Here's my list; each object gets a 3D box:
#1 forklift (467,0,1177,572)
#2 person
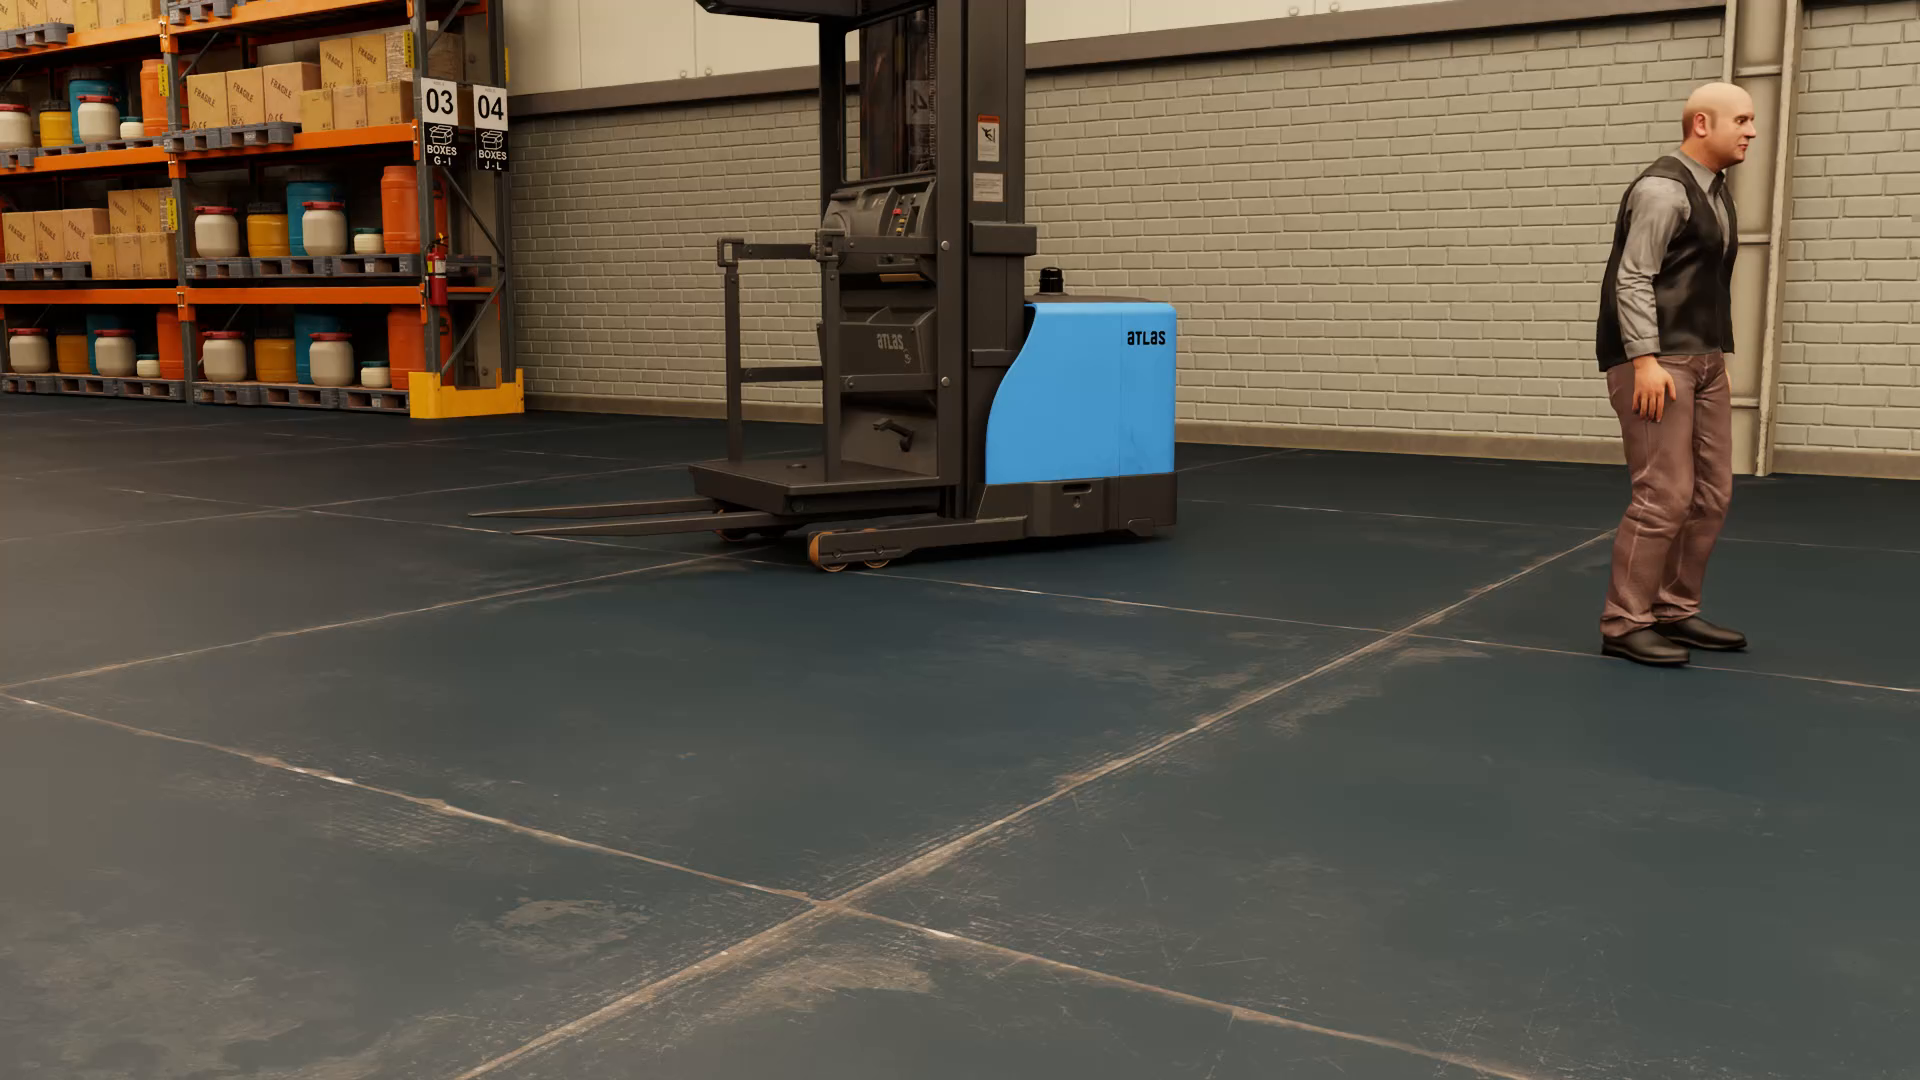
[{"bbox_3d":[-0.537,-1.406,7.080,3.031,2.935,1.130,-5,9,-31],"label":"forklift"},{"bbox_3d":[2.181,-0.510,5.090,0.580,1.719,0.425,-7,11,-42],"label":"person"}]
